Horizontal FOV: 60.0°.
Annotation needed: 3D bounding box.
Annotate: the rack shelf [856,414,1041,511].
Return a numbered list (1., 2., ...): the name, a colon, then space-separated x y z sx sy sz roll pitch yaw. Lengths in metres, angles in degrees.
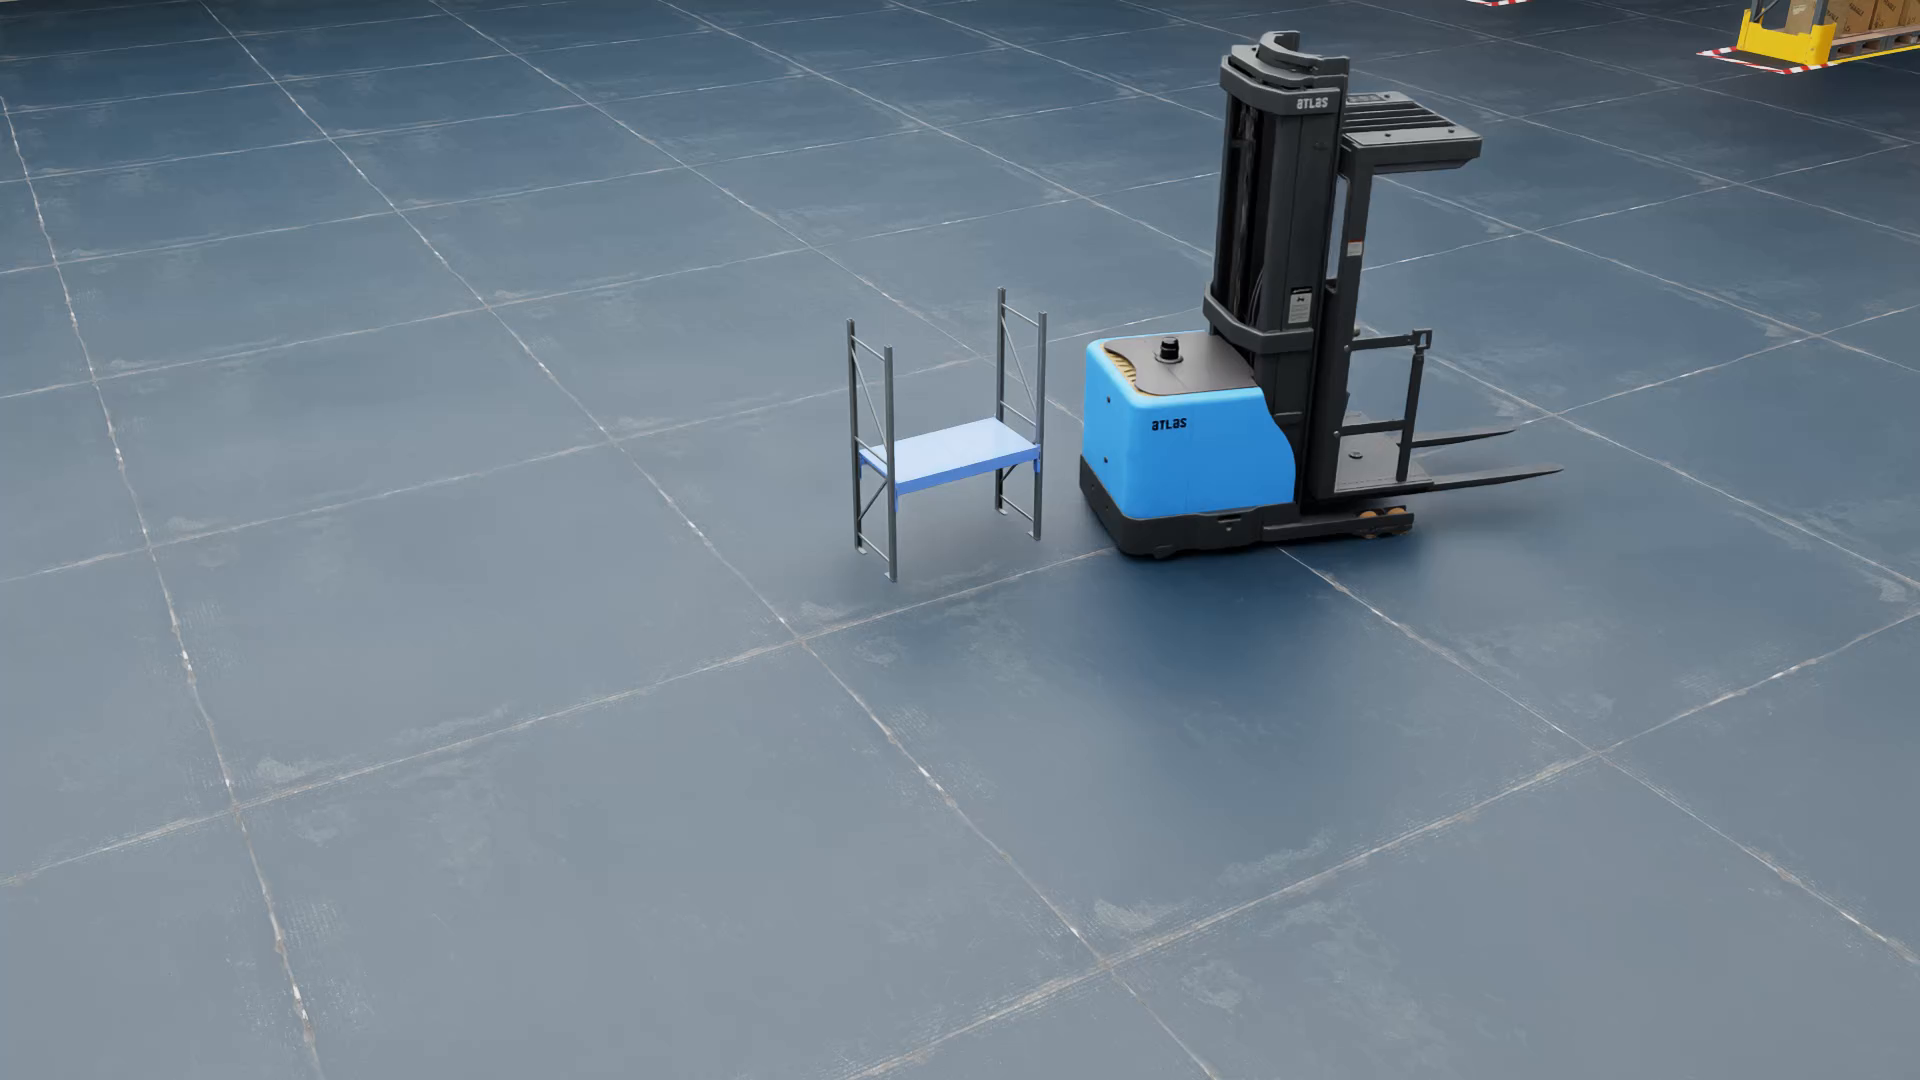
1. rack shelf: -0.074 -0.478 10.035 1.000 0.185 0.538 -16 33 -26

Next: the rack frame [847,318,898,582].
1. rack frame: -0.512 -0.511 9.723 0.032 1.500 0.500 -16 33 -26

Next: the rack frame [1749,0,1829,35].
1. rack frame: 10.751 -7.676 21.152 0.127 3.000 1.000 -16 33 -26

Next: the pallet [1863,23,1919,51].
1. pallet: 12.586 -6.954 22.731 1.213 0.211 1.003 -16 33 -26

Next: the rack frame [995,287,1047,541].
1. rack frame: 0.365 -0.760 10.173 0.032 1.500 0.500 -16 33 -26

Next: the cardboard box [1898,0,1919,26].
1. cardboard box: 12.849 -7.335 22.687 0.500 0.500 0.500 -19 34 -31

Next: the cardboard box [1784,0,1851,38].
1. cardboard box: 11.298 -6.911 21.919 0.500 0.500 0.500 -10 30 -17

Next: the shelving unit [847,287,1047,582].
1. shelving unit: -0.074 -0.636 9.948 1.048 1.500 0.538 -16 33 -26

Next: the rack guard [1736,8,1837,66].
1. rack guard: 10.817 -6.600 21.790 0.348 0.500 1.175 -16 33 -26

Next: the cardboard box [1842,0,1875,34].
1. cardboard box: 11.796 -7.072 22.210 0.500 0.500 0.500 -8 30 -13

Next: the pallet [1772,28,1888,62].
1. pallet: 11.535 -6.658 22.193 1.213 0.211 1.003 -16 33 -26

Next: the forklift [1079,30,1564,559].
1. forklift: 2.349 -1.534 10.095 3.031 2.935 1.130 -7 30 -12

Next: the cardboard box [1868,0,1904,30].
1. cardboard box: 12.346 -7.217 22.474 0.500 0.500 0.500 -13 31 -22
